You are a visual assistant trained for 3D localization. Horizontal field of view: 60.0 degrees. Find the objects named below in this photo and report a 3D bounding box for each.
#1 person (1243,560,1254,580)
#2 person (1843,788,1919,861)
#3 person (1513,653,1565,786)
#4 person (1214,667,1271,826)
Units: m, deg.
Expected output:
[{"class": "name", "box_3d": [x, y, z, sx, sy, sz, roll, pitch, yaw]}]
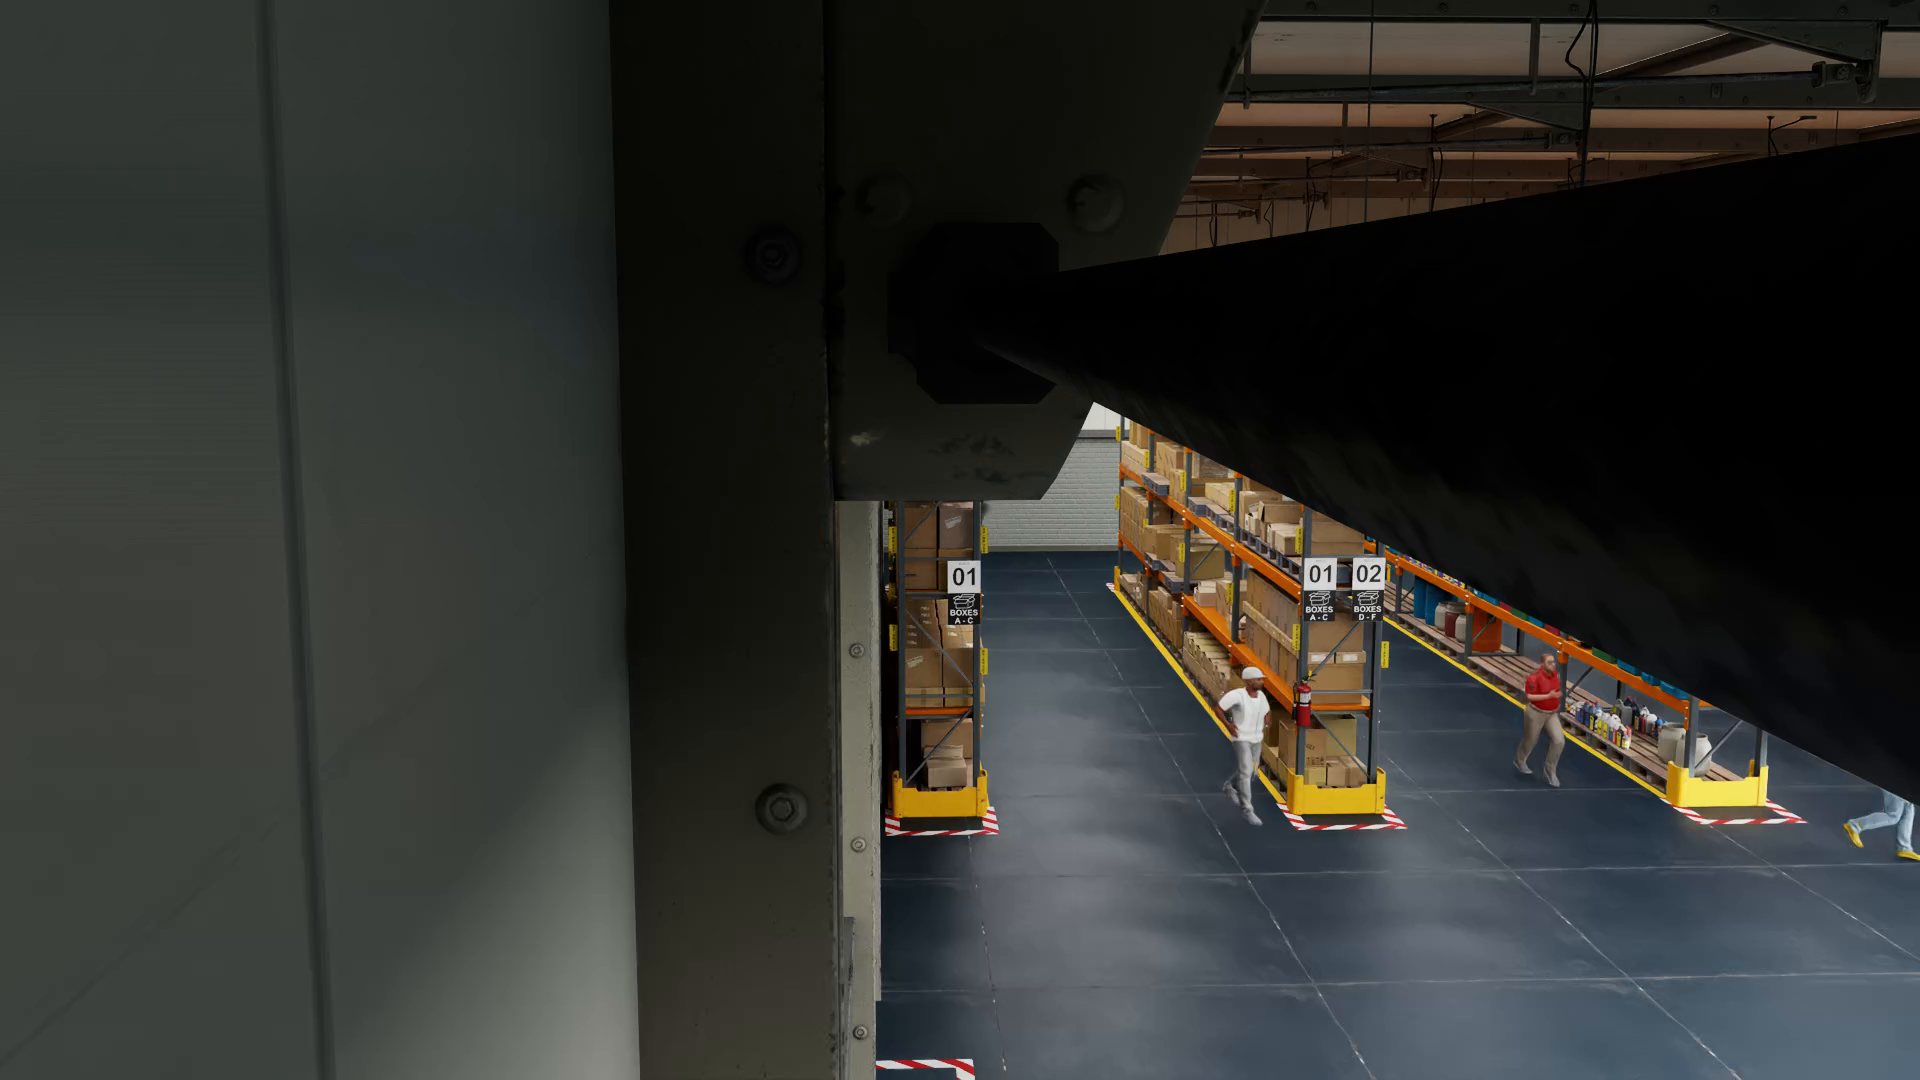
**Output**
[{"class": "person", "box_3d": [6.007, 0.430, 35.058, 0.676, 1.781, 0.660, -3, 9, -18]}, {"class": "person", "box_3d": [10.605, 2.760, 18.970, 0.870, 1.761, 0.709, 4, 9, 26]}, {"class": "person", "box_3d": [7.645, 2.359, 21.916, 0.629, 1.809, 0.853, -3, 9, -18]}, {"class": "person", "box_3d": [3.441, 2.379, 19.712, 0.723, 1.760, 0.893, -6, 10, -37]}]
